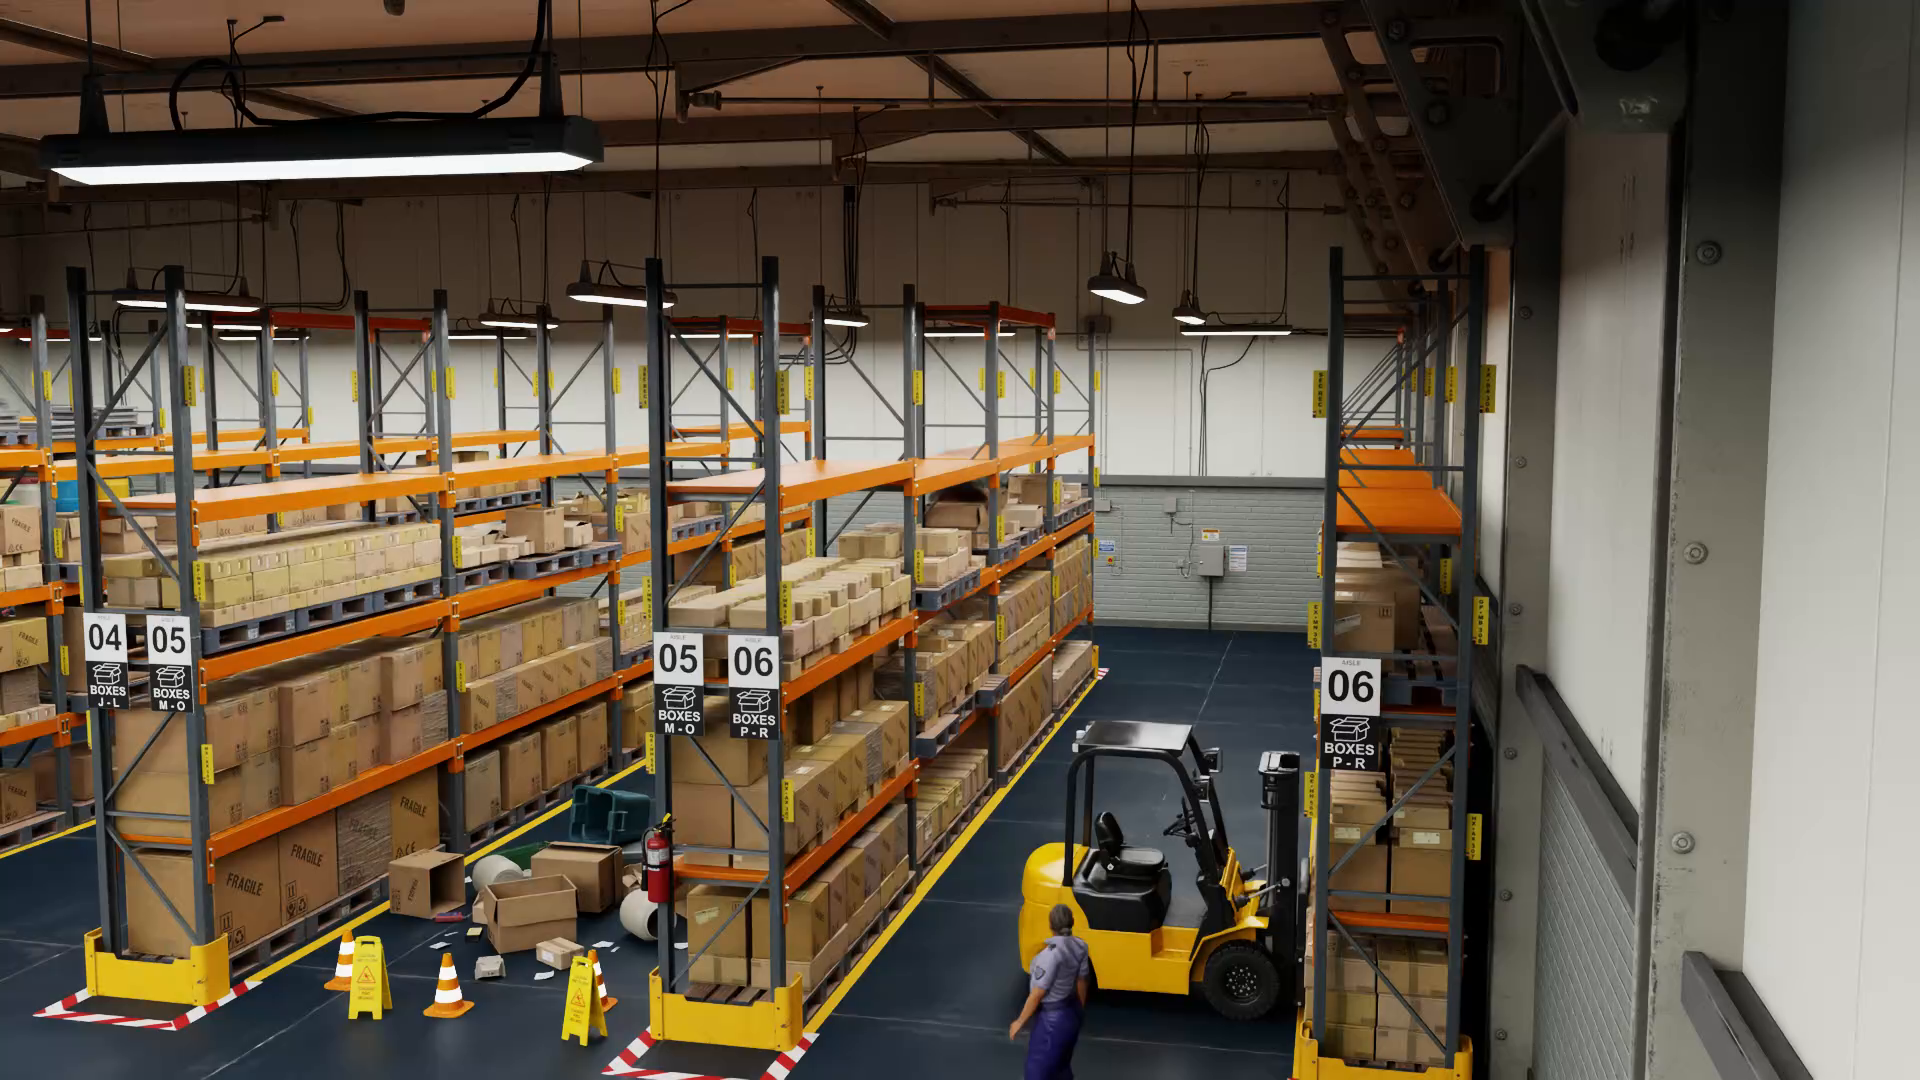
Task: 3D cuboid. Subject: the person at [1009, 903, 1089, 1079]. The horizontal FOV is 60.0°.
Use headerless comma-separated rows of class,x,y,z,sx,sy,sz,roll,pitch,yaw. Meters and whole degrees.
person,0.602,3.232,11.115,0.489,1.662,0.505,2,6,17
